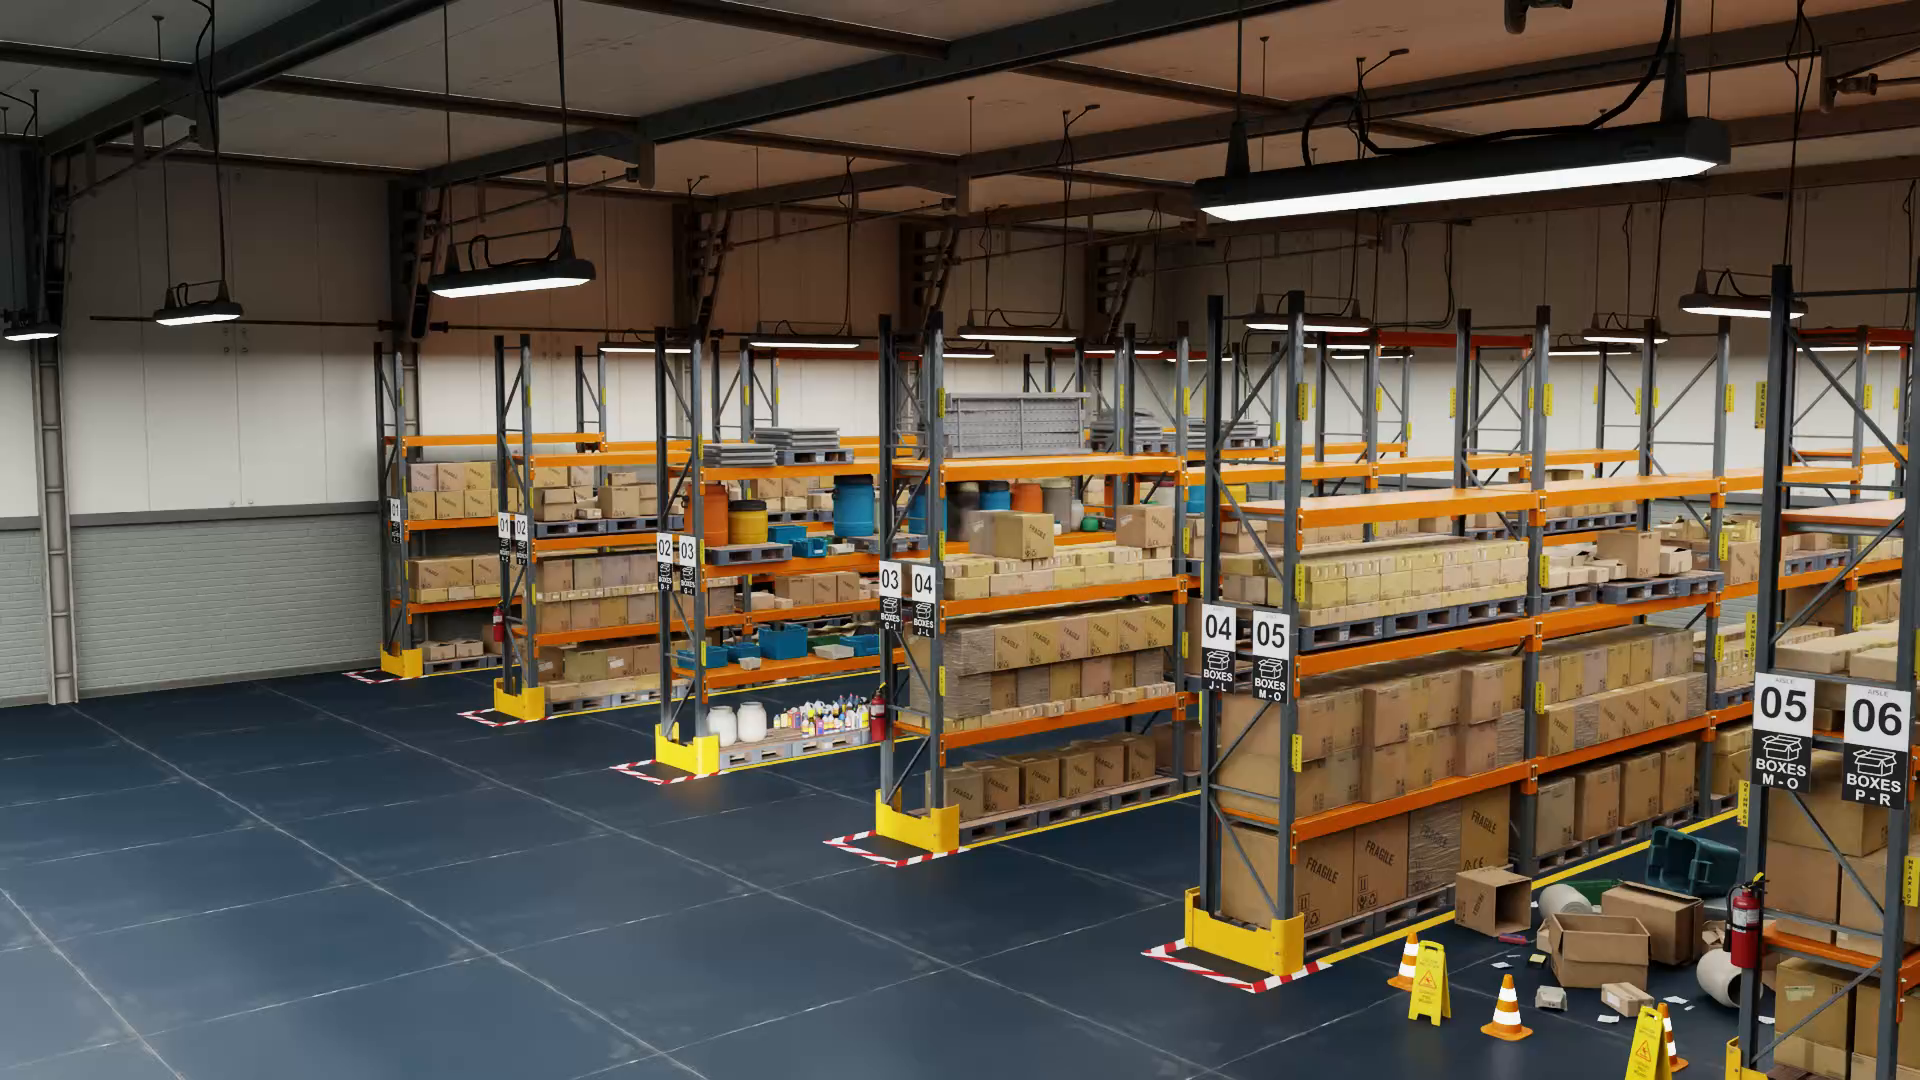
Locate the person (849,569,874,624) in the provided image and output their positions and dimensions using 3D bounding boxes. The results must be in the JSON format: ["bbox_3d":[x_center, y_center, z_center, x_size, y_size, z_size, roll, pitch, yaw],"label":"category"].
[{"bbox_3d":[-1.981,1.360,33.012,0.656,1.613,0.789,4,7,38],"label":"person"}]
